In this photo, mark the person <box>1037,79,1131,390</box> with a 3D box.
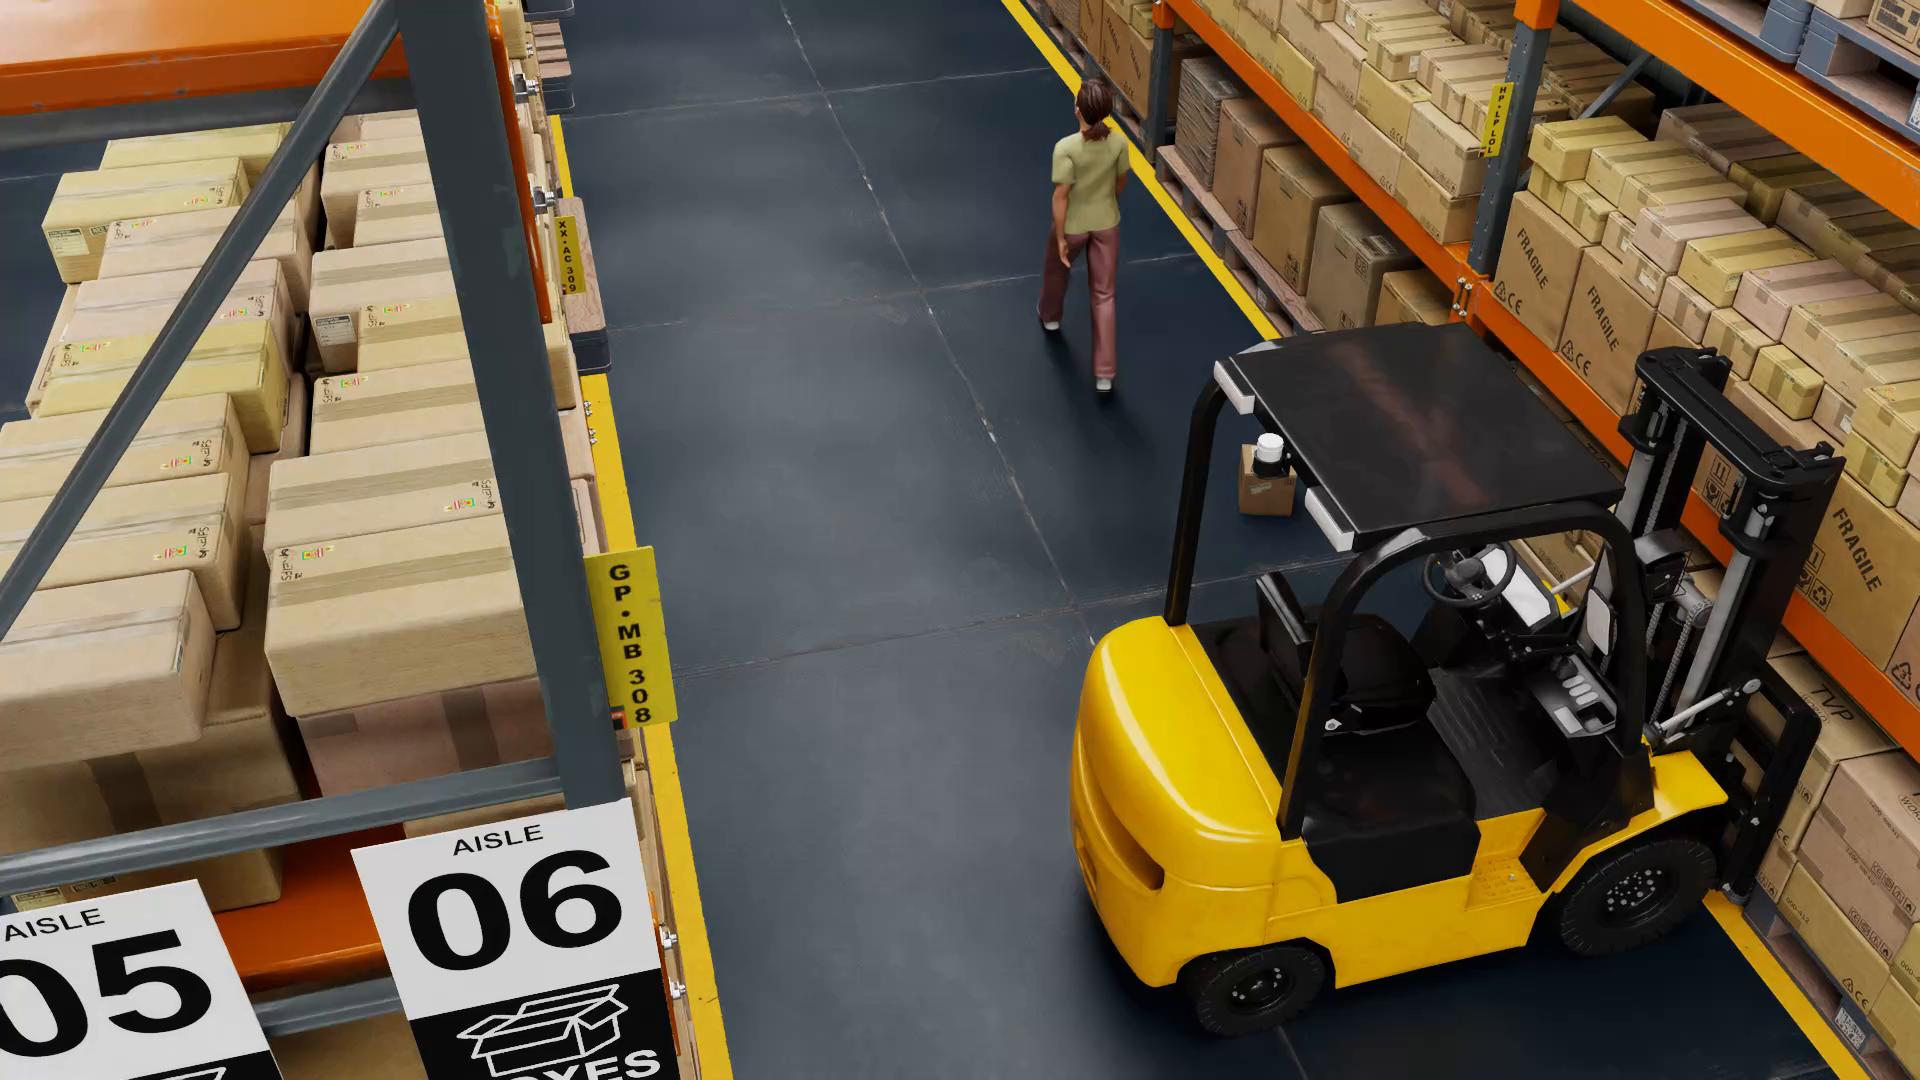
[{"bbox_3d":[0.666,-1.702,8.853,0.439,1.601,1.037,-4,39,-6],"label":"person"}]
